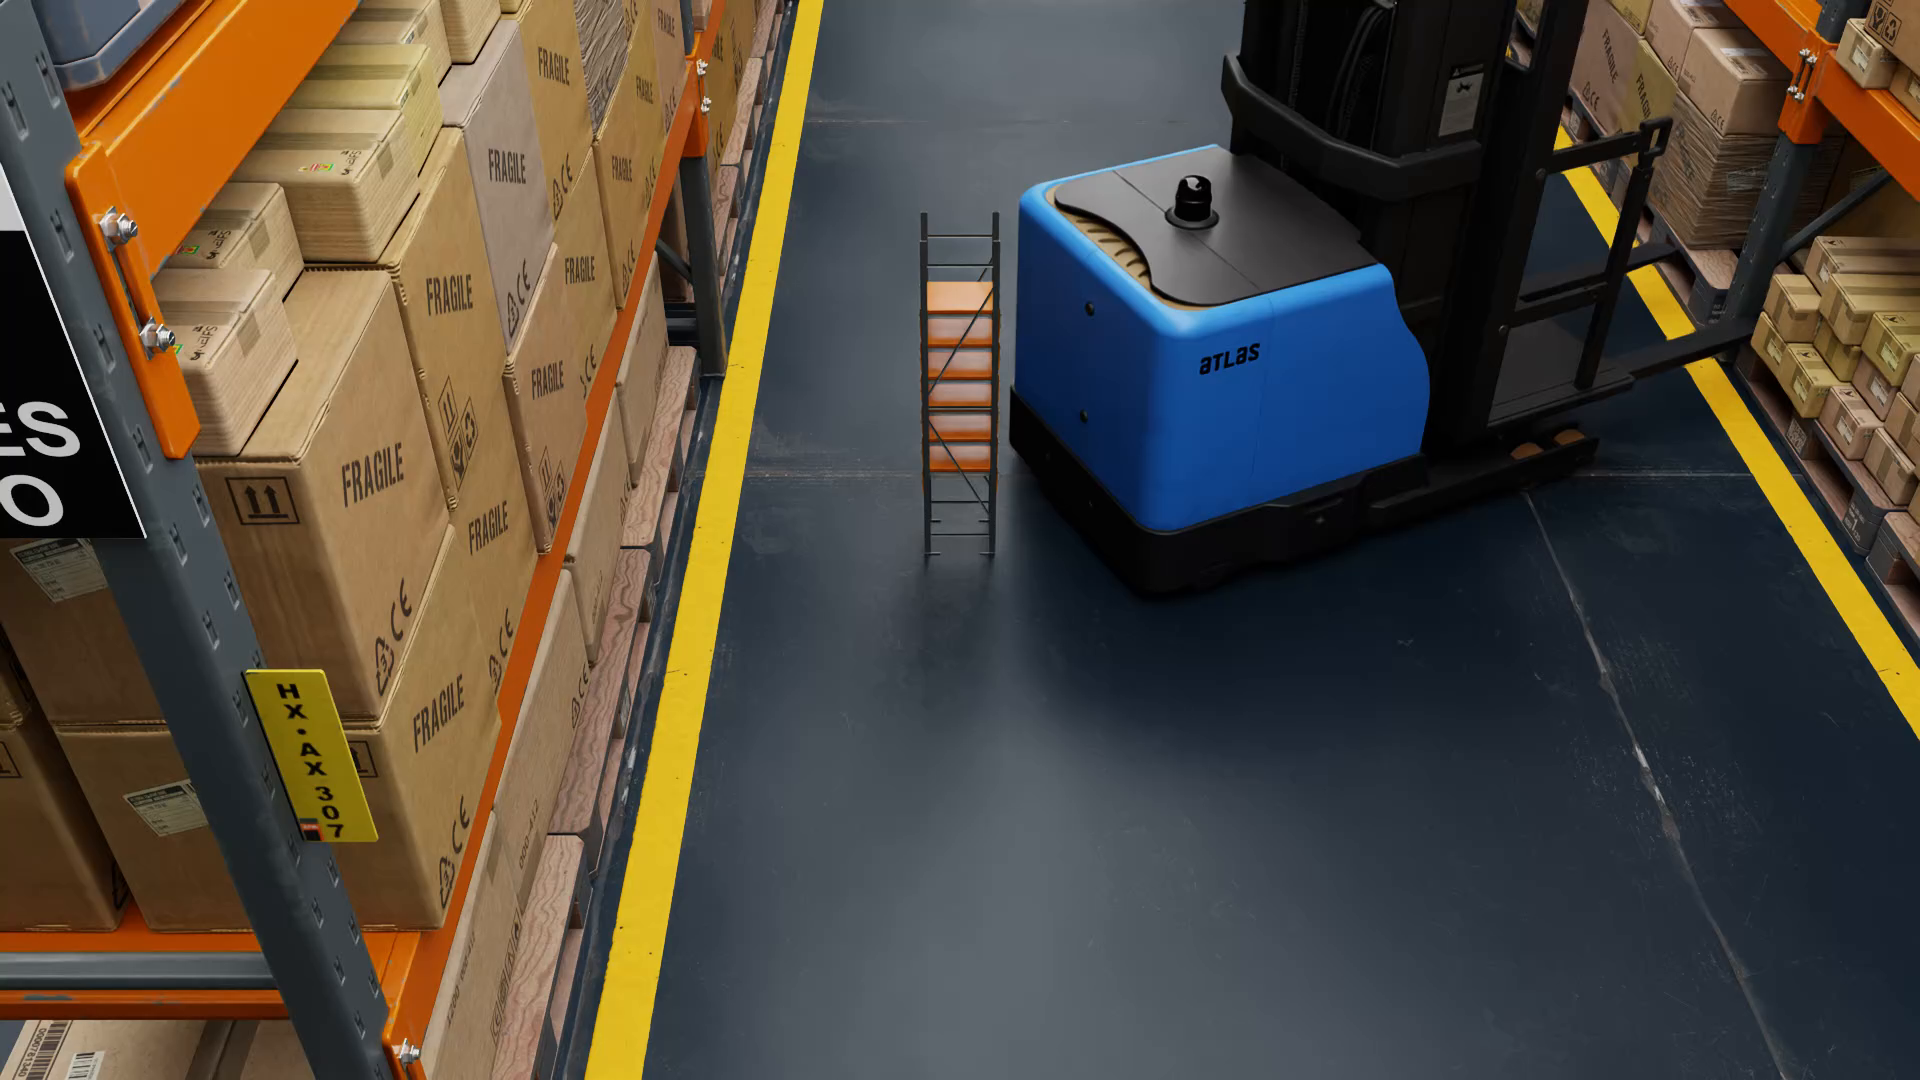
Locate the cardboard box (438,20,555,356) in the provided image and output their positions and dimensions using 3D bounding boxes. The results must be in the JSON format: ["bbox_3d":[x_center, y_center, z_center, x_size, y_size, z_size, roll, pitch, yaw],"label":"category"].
[{"bbox_3d":[-1.151,-0.715,3.364,0.500,0.500,0.500,0,39,0],"label":"cardboard box"}]

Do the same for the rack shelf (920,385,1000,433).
[{"bbox_3d":[0.000,-0.443,5.414,0.258,0.103,0.180,0,39,0],"label":"rack shelf"}]

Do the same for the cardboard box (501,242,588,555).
[{"bbox_3d":[-1.144,-0.314,3.663,0.500,0.500,0.500,0,39,0],"label":"cardboard box"}]

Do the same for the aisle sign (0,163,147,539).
[{"bbox_3d":[-1.130,-0.310,1.659,0.394,0.787,0.004,0,39,0],"label":"aisle sign"}]

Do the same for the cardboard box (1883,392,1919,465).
[{"bbox_3d":[3.330,-0.370,5.519,0.380,0.149,0.250,-2,39,-2],"label":"cardboard box"}]

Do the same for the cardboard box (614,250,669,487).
[{"bbox_3d":[-1.531,-0.613,5.829,0.875,0.438,0.875,-1,39,-1],"label":"cardboard box"}]

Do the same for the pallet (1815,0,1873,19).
[{"bbox_3d":[3.670,-2.312,6.389,1.003,0.211,1.213,0,39,0],"label":"pallet"}]

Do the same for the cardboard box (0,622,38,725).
[{"bbox_3d":[-1.658,-0.071,2.560,0.500,0.500,0.500,1,39,1],"label":"cardboard box"}]

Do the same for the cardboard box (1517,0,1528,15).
[{"bbox_3d":[3.267,-3.156,8.952,0.500,0.500,0.500,-2,39,-2],"label":"cardboard box"}]

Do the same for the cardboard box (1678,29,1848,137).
[{"bbox_3d":[3.272,-1.855,6.730,0.500,0.250,0.500,-1,39,-1],"label":"cardboard box"}]

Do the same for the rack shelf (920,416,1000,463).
[{"bbox_3d":[0.000,-0.349,5.489,0.258,0.103,0.180,0,39,0],"label":"rack shelf"}]

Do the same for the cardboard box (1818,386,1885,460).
[{"bbox_3d":[3.257,-0.410,5.807,0.380,0.149,0.250,0,39,0],"label":"cardboard box"}]

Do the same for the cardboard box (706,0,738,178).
[{"bbox_3d":[-1.514,-2.129,7.371,0.875,0.875,0.875,1,39,1],"label":"cardboard box"}]

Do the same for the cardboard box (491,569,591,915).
[{"bbox_3d":[-1.530,0.511,4.427,0.875,0.438,0.875,1,39,1],"label":"cardboard box"}]

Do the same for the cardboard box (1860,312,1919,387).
[{"bbox_3d":[3.309,-0.646,5.626,0.380,0.149,0.250,-1,39,-1],"label":"cardboard box"}]

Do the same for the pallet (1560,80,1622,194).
[{"bbox_3d":[3.519,-2.072,8.167,1.003,0.211,1.213,0,39,0],"label":"pallet"}]

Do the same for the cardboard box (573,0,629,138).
[{"bbox_3d":[-1.145,-1.340,4.144,0.500,0.500,0.500,0,39,1],"label":"cardboard box"}]

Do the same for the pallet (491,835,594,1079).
[{"bbox_3d":[-1.499,1.248,4.024,1.003,0.211,1.213,0,39,0],"label":"pallet"}]

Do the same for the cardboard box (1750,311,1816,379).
[{"bbox_3d":[3.205,-0.732,6.209,0.380,0.149,0.250,-2,39,-2],"label":"cardboard box"}]

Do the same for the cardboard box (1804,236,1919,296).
[{"bbox_3d":[3.319,-0.976,6.038,0.380,0.149,0.250,1,39,2],"label":"cardboard box"}]

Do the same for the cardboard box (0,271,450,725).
[{"bbox_3d":[-1.136,-0.070,2.559,0.500,0.500,0.500,-1,39,-1],"label":"cardboard box"}]

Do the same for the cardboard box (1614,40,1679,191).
[{"bbox_3d":[3.272,-1.880,7.361,0.500,0.500,0.500,-1,39,-1],"label":"cardboard box"}]

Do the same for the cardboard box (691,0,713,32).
[{"bbox_3d":[-1.161,-2.058,6.040,0.500,0.250,0.500,-1,39,-1],"label":"cardboard box"}]

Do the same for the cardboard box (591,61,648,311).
[{"bbox_3d":[-1.147,-0.955,4.463,0.500,0.500,0.500,-1,39,-1],"label":"cardboard box"}]

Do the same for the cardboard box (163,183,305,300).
[{"bbox_3d":[-1.215,-0.409,2.463,0.380,0.149,0.250,1,39,1],"label":"cardboard box"}]

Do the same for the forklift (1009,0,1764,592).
[{"bbox_3d":[1.735,-1.606,5.410,3.031,2.935,1.130,-17,42,-20],"label":"forklift"}]

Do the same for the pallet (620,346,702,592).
[{"bbox_3d":[-1.502,-0.278,5.928,1.003,0.211,1.213,0,39,0],"label":"pallet"}]

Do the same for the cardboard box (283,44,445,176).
[{"bbox_3d":[-1.119,-0.736,2.871,0.380,0.149,0.250,-1,39,-2],"label":"cardboard box"}]

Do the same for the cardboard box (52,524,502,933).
[{"bbox_3d":[-1.133,0.320,2.872,0.500,0.500,0.500,0,39,0],"label":"cardboard box"}]

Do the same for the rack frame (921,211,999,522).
[{"bbox_3d":[0.000,-0.534,5.457,0.240,1.200,0.006,0,39,0],"label":"rack frame"}]

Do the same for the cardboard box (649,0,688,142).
[{"bbox_3d":[-1.168,-1.591,5.257,0.500,0.500,0.500,0,39,0],"label":"cardboard box"}]

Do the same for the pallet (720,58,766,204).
[{"bbox_3d":[-1.505,-2.001,8.078,1.003,0.211,1.213,0,39,0],"label":"pallet"}]

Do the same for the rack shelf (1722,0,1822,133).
[{"bbox_3d":[3.523,-2.878,7.518,1.077,0.370,4.000,0,39,0],"label":"rack shelf"}]

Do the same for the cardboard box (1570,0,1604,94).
[{"bbox_3d":[3.276,-2.520,8.159,0.500,0.500,0.500,-1,39,-1],"label":"cardboard box"}]

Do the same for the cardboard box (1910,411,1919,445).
[{"bbox_3d":[3.251,-0.324,5.223,0.380,0.149,0.250,1,39,1],"label":"cardboard box"}]

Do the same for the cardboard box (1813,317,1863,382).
[{"bbox_3d":[3.296,-0.691,5.919,0.380,0.149,0.250,0,39,0],"label":"cardboard box"}]

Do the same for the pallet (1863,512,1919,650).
[{"bbox_3d":[3.566,0.365,5.126,1.003,0.211,1.213,0,39,0],"label":"pallet"}]

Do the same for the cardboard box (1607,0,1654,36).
[{"bbox_3d":[3.270,-2.507,7.543,0.500,0.250,0.500,-2,39,-2],"label":"cardboard box"}]

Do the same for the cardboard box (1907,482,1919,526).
[{"bbox_3d":[3.343,-0.083,5.399,0.380,0.149,0.250,-2,39,-2],"label":"cardboard box"}]

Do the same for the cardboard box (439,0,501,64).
[{"bbox_3d":[-1.130,-1.056,3.271,0.380,0.149,0.250,0,39,0],"label":"cardboard box"}]

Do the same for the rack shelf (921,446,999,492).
[{"bbox_3d":[0.000,-0.255,5.564,0.258,0.103,0.180,0,39,0],"label":"rack shelf"}]

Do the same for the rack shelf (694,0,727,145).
[{"bbox_3d":[-1.427,-2.812,7.435,1.077,0.370,4.000,0,39,0],"label":"rack shelf"}]

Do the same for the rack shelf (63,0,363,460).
[{"bbox_3d":[-1.422,-1.481,3.376,1.077,0.370,4.000,0,39,0],"label":"rack shelf"}]

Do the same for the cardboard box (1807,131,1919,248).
[{"bbox_3d":[3.790,-1.559,6.960,0.500,0.500,0.500,1,39,2],"label":"cardboard box"}]

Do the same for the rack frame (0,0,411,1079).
[{"bbox_3d":[-1.423,0.660,2.528,0.949,2.616,0.053,0,39,0],"label":"rack frame"}]

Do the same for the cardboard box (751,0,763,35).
[{"bbox_3d":[-1.511,-3.246,8.765,0.875,0.875,0.875,0,39,0],"label":"cardboard box"}]

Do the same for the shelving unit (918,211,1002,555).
[{"bbox_3d":[0.000,-0.477,5.386,0.258,1.200,0.189,0,39,0],"label":"shelving unit"}]

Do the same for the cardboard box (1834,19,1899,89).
[{"bbox_3d":[3.199,-1.633,5.590,0.380,0.149,0.250,1,39,2],"label":"cardboard box"}]
